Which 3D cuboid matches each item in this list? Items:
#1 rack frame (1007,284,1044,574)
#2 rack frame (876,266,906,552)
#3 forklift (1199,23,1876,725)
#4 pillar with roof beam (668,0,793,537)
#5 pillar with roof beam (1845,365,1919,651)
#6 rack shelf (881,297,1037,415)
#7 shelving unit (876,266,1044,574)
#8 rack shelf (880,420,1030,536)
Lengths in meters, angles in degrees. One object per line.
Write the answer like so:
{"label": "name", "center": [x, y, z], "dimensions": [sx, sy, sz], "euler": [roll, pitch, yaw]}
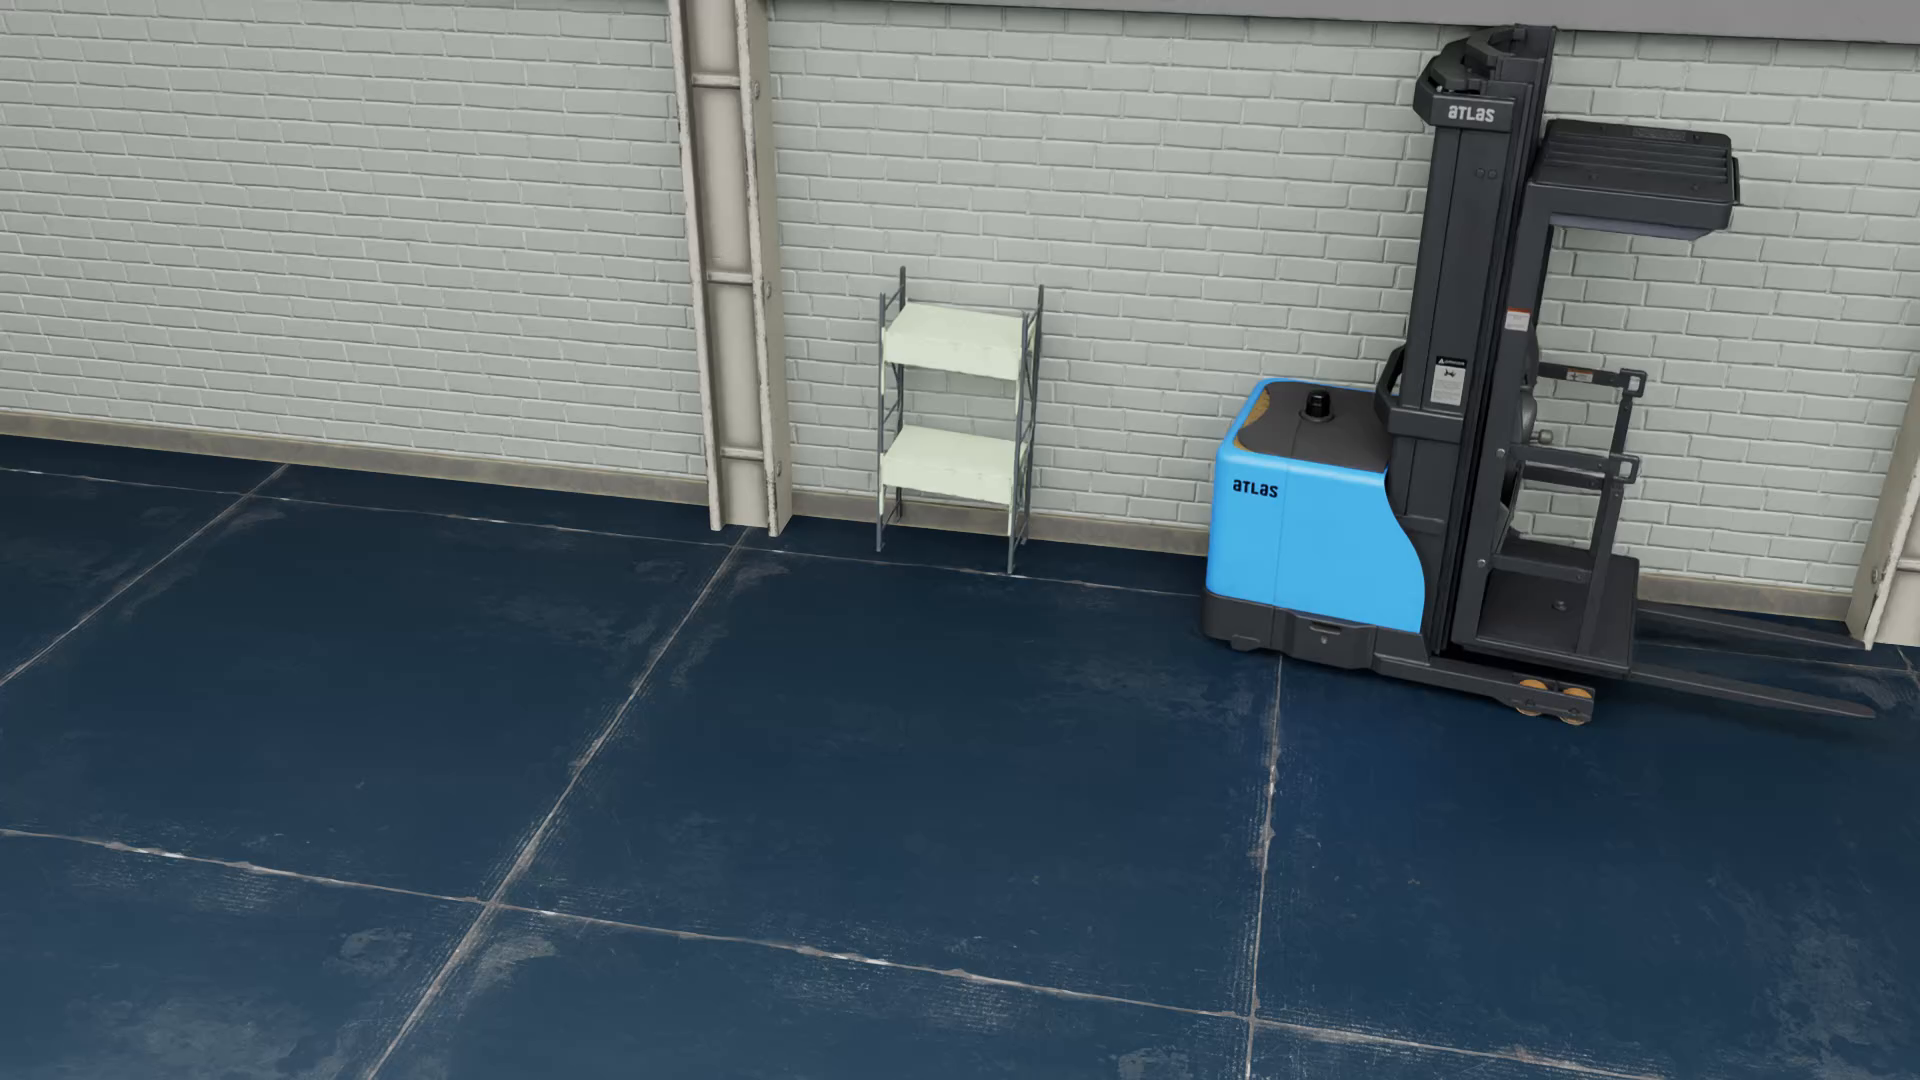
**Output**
{"label": "rack frame", "center": [0.341, -0.558, 8.662], "dimensions": [0.023, 1.500, 0.400], "euler": [9, 32, 11]}
{"label": "rack frame", "center": [-0.366, -0.676, 8.807], "dimensions": [0.023, 1.500, 0.400], "euler": [9, 32, 11]}
{"label": "forklift", "center": [2.765, -0.722, 7.516], "dimensions": [3.031, 2.935, 1.130], "euler": [11, 30, 19]}
{"label": "pillar with roof beam", "center": [-2.077, -2.036, 3.598], "dimensions": [0.400, 9.000, 9.100], "euler": [6, 29, 11]}
{"label": "pillar with roof beam", "center": [3.791, -1.434, 2.499], "dimensions": [0.400, 9.000, 9.100], "euler": [6, 29, 11]}
{"label": "rack shelf", "center": [0.001, -0.950, 8.532], "dimensions": [0.720, 0.370, 0.431], "euler": [9, 32, 11]}
{"label": "shelving unit", "center": [-0.013, -0.617, 8.735], "dimensions": [0.755, 1.500, 0.431], "euler": [9, 32, 11]}
{"label": "rack shelf", "center": [-0.024, -0.339, 8.904], "dimensions": [0.720, 0.370, 0.431], "euler": [9, 32, 11]}
